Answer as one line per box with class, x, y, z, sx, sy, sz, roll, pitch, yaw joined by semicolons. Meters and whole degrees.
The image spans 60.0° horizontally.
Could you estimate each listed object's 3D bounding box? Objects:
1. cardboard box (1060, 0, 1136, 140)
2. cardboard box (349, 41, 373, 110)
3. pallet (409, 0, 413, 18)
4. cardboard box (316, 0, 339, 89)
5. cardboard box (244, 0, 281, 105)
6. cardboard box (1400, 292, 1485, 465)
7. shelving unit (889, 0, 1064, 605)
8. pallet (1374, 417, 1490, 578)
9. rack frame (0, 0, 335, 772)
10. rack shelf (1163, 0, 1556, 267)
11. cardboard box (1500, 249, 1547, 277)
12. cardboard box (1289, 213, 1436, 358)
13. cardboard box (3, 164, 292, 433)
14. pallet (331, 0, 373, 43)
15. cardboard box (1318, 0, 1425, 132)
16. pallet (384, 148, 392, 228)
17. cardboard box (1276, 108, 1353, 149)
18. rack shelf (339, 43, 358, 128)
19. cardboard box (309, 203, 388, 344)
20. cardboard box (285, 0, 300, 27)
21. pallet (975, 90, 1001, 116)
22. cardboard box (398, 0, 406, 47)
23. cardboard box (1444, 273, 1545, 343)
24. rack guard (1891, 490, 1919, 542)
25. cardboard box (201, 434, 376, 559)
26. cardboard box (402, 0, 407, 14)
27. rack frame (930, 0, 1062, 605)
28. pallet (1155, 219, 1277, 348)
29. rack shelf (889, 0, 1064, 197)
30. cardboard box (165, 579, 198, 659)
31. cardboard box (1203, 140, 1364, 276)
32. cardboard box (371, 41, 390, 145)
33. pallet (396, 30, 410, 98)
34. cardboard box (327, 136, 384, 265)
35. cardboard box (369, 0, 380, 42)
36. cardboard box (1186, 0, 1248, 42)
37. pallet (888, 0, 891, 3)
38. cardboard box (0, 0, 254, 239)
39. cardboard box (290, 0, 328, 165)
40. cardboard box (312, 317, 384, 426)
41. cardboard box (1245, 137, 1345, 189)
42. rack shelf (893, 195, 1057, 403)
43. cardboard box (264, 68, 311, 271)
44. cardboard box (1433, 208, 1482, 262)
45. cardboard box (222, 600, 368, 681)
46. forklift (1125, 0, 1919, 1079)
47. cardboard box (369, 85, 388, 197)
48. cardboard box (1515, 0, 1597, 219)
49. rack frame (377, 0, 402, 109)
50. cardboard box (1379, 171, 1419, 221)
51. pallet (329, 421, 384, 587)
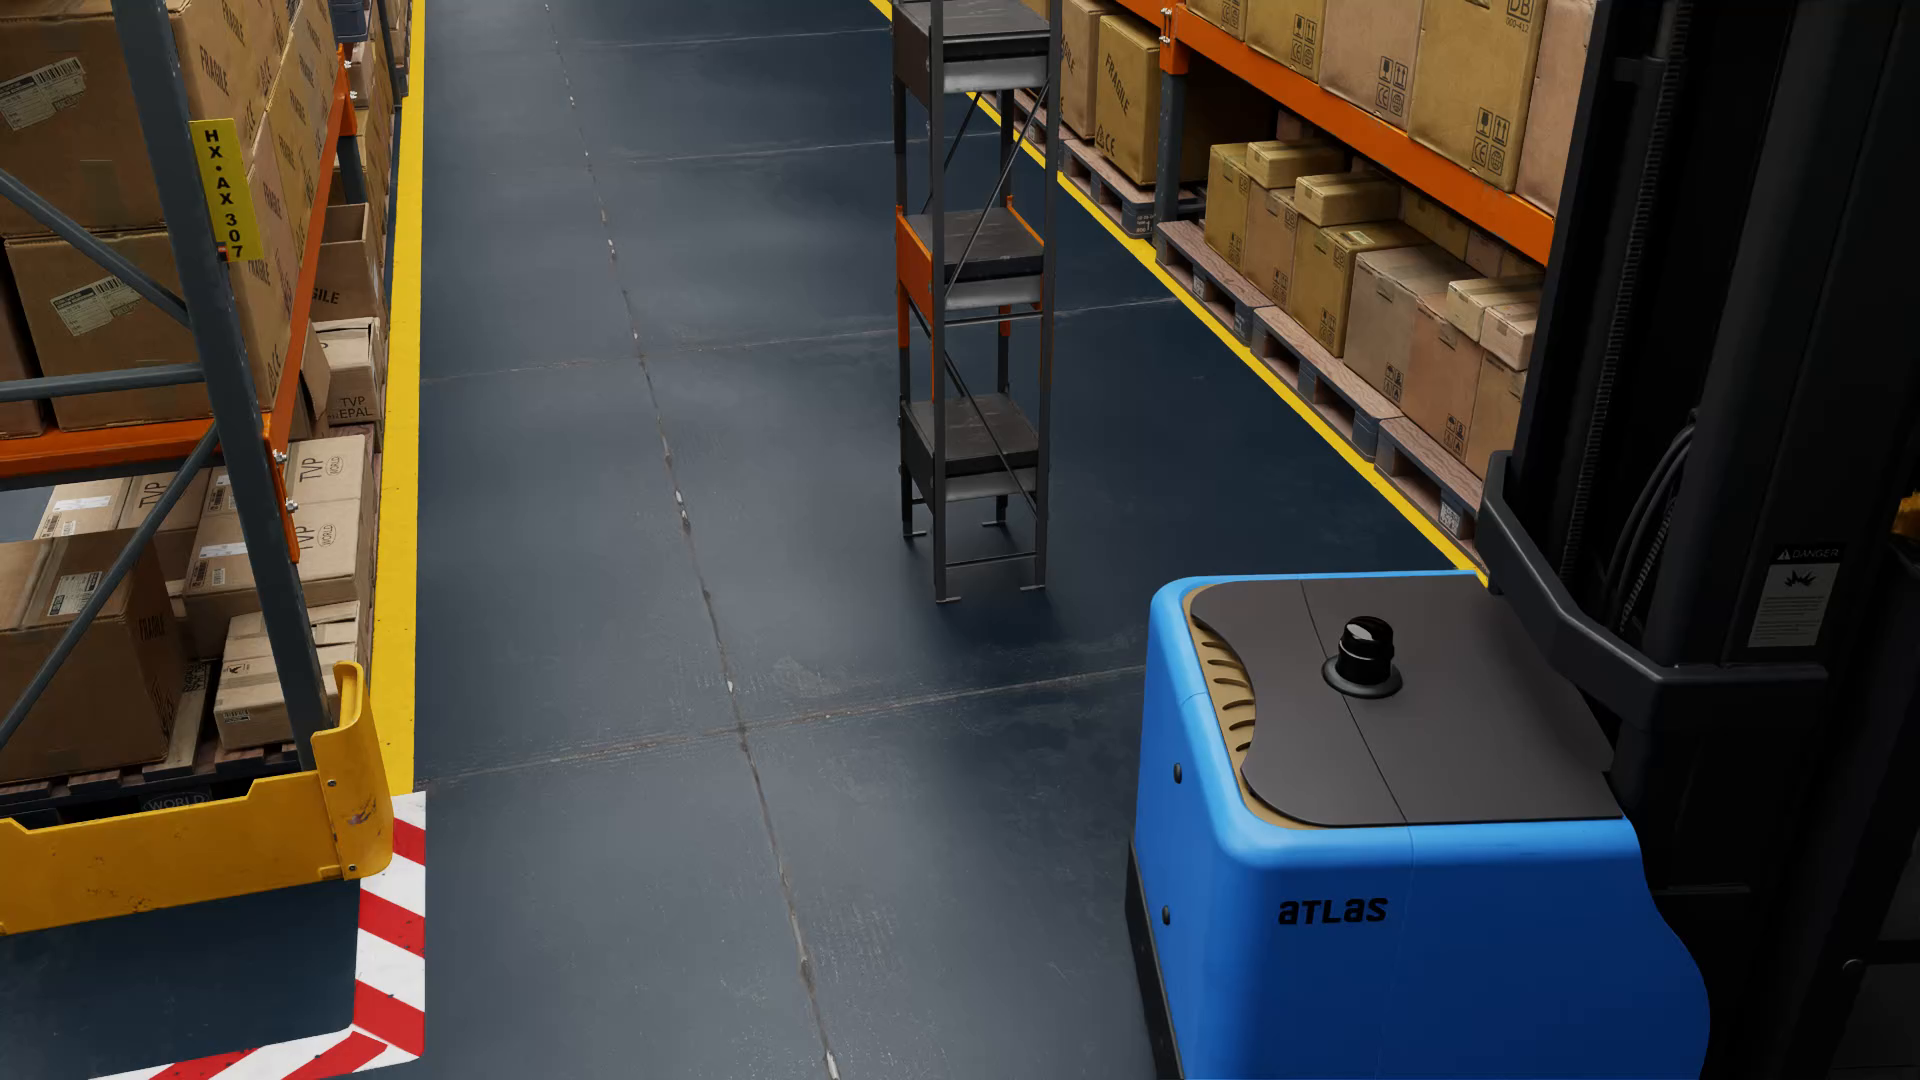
cardboard box;0.999;-2.907;10.004;0.750;0.750;0.750;-7;31;-12
cardboard box;-3.398;-2.451;8.798;0.500;0.250;0.500;-8;31;-13
pallet;-5.129;-4.576;13.944;1.003;0.211;1.213;-8;31;-13
cardboard box;-2.859;-2.105;6.793;0.500;0.500;0.500;-7;31;-12
cardboard box;-2.315;-1.556;4.847;0.500;0.500;0.500;-7;31;-13
cardboard box;2.183;-0.664;6.479;0.700;0.500;0.500;-8;31;-13
shelving unit;0.044;-0.829;5.586;0.431;2.100;0.503;-8;31;-13
pallet;2.310;-0.167;6.327;1.003;0.211;1.213;-8;31;-13
rack frame;-2.177;-0.337;3.838;1.000;3.000;0.127;-8;31;-13
rack shelf;2.067;-1.652;6.829;1.077;0.370;4.000;-8;31;-13
cardboard box;2.340;-1.035;6.472;0.380;0.149;0.250;-8;31;-13
cardboard box;1.900;-1.164;7.342;0.700;0.500;0.500;-7;31;-12
cardboard box;-2.041;-0.630;4.244;0.500;0.500;0.500;-7;31;-12
pallet;-3.346;-2.587;7.916;1.003;0.211;1.213;-8;31;-13
cardboard box;2.055;-2.092;6.570;0.980;0.700;0.700;-9;31;-16
pallet;-3.819;-2.040;9.565;1.003;0.211;1.213;-8;31;-13
cardboard box;1.789;-2.032;8.195;0.380;0.149;0.250;-8;31;-14
rack shelf;-3.770;-2.924;9.025;1.077;0.370;4.000;-8;31;-13
cardboard box;-2.814;-1.140;7.282;0.500;0.500;0.500;-8;31;-13
cardboard box;-2.583;-2.045;5.691;0.500;0.500;0.500;-8;31;-13
pallet;0.611;-3.264;11.678;1.003;0.211;1.213;-8;31;-13
cardboard box;-4.291;-3.728;12.021;0.500;0.250;0.500;-9;31;-15
cardboard box;2.037;-0.864;6.178;0.380;0.149;0.250;-7;31;-12
rack guard;2.604;0.096;5.586;1.175;0.500;0.348;-8;31;-13
cardboard box;-2.314;-0.121;5.770;0.500;0.250;0.500;-8;31;-13
cardboard box;-4.570;-4.226;12.882;0.500;0.250;0.500;-7;31;-12
rack frame;0.109;-0.711;5.382;0.400;2.100;0.015;-8;31;-13
pallet;1.662;-1.345;8.363;1.003;0.211;1.213;-8;31;-13
rack shelf;0.044;-1.423;5.242;0.431;0.518;0.480;-8;31;-13
cardboard box;-2.580;0.261;5.194;0.380;0.166;0.250;-8;31;-13
cardboard box;1.636;-1.655;8.191;0.700;0.500;0.500;-7;31;-13
cardboard box;-3.689;-2.639;9.872;0.500;0.500;0.500;-9;31;-15
pallet;-4.482;-3.397;11.908;1.003;0.211;1.213;-8;31;-13
cardboard box;-3.133;-1.644;8.152;0.500;0.500;0.500;-9;31;-16
cardboard box;-3.807;-3.187;10.070;0.500;0.250;0.500;-7;31;-11
cardboard box;1.664;-2.795;7.786;0.980;0.700;0.700;-7;31;-13
pallet;-0.052;-4.620;14.022;1.003;0.211;1.213;-8;31;-13
cardboard box;-2.041;-1.063;3.994;0.500;0.500;0.500;-7;31;-12
cardboard box;-2.582;-1.609;5.935;0.500;0.500;0.500;-7;31;-12
cardboard box;-2.615;-0.696;6.703;0.500;0.311;0.500;-8;31;-13
cardboard box;1.551;-1.746;7.700;0.380;0.149;0.250;-7;31;-12
rack shelf;0.044;-0.817;5.593;0.431;0.518;0.480;-8;31;-13
cardboard box;-2.313;-1.121;5.093;0.500;0.500;0.500;-8;31;-13
cardboard box;2.203;-1.282;6.898;0.380;0.149;0.250;-8;31;-13
cardboard box;-2.024;0.330;5.075;0.380;0.166;0.250;-8;31;-13
forklift;1.972;-0.050;3.411;3.031;2.935;1.130;-1;30;-3
cardboard box;-3.410;-2.142;9.013;0.500;0.500;0.500;-7;31;-13
cardboard box;2.453;-1.373;5.328;0.980;0.700;0.700;-6;31;-11
rack frame;-4.301;-4.201;10.514;1.000;3.000;0.127;-8;31;-13
cardboard box;2.067;-1.528;7.325;0.380;0.149;0.250;-8;31;-13
pallet;-2.730;-0.140;6.282;1.003;0.211;1.213;-8;31;-13
